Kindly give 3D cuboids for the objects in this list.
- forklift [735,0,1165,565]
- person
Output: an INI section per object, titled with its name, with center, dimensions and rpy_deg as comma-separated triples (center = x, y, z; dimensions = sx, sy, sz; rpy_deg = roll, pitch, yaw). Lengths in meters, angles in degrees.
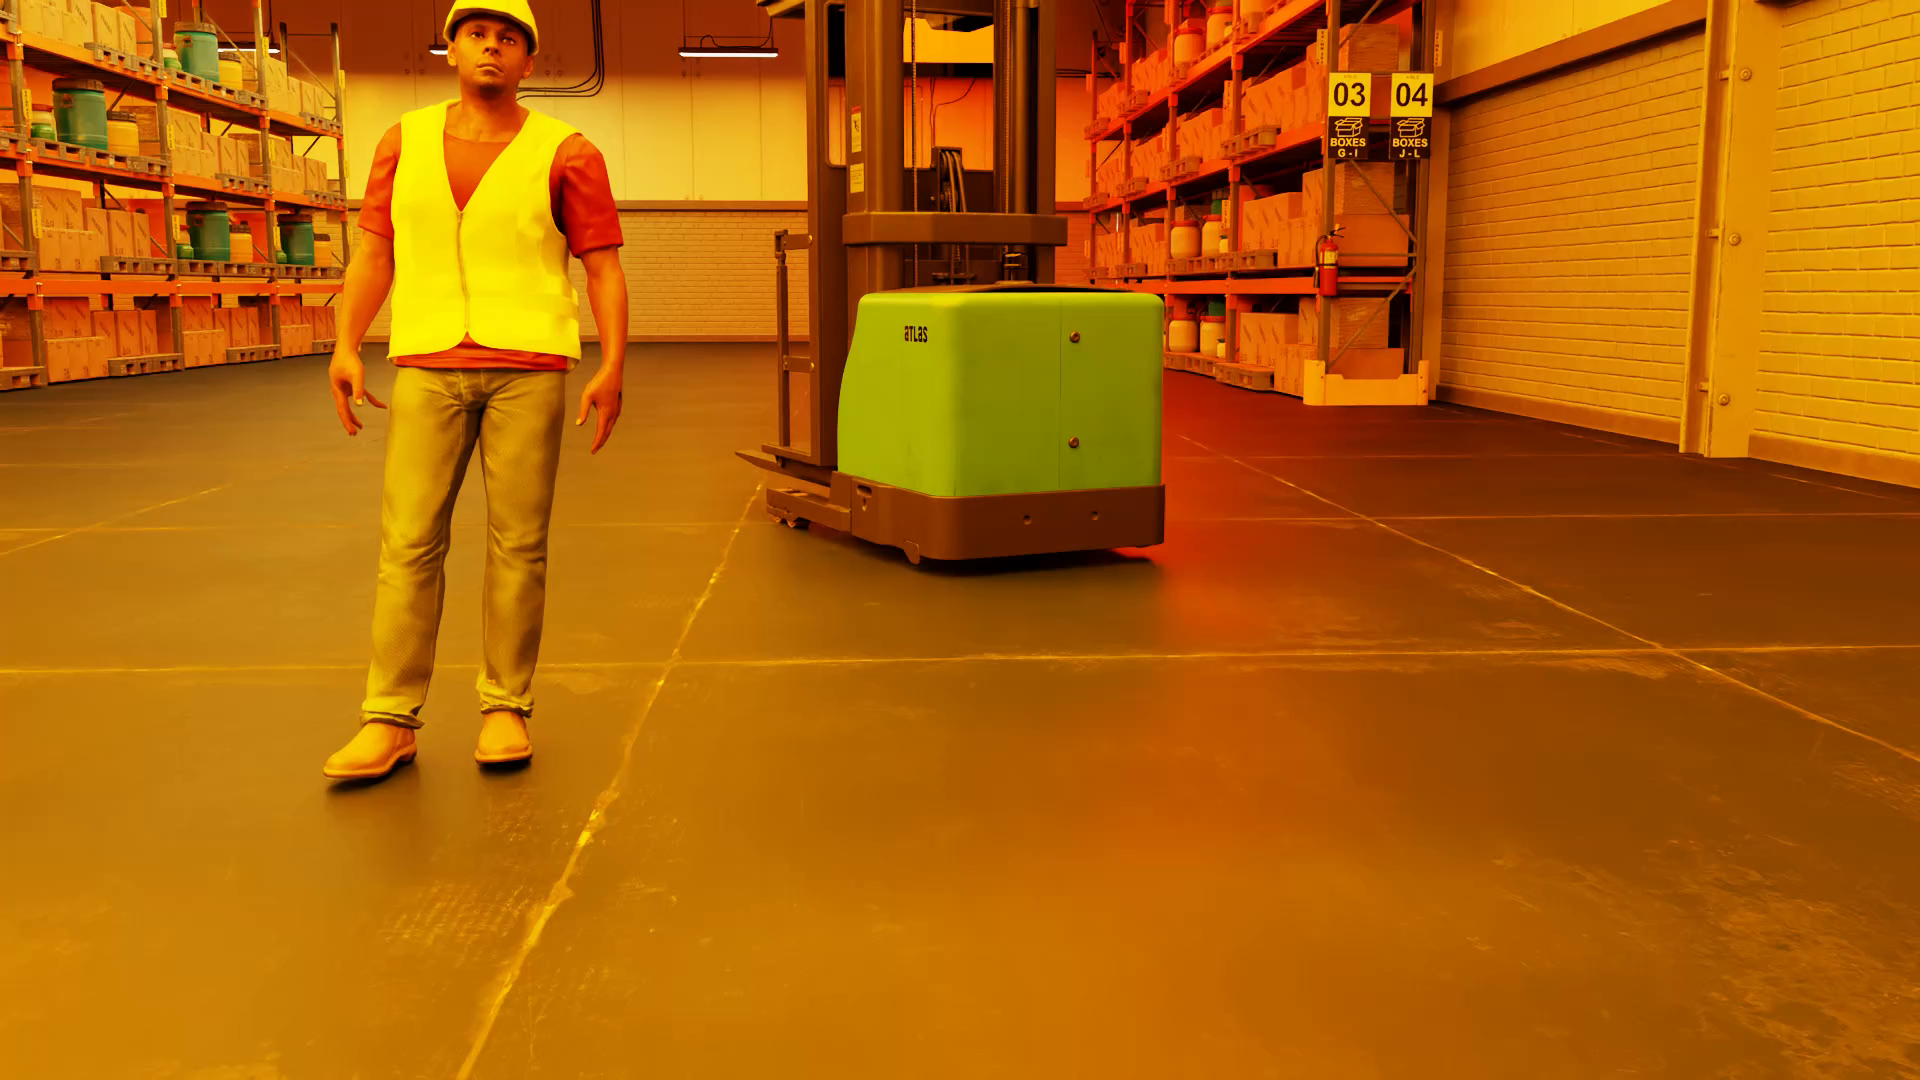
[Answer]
[forklift]
center = -0.264, -1.530, 7.637
dimensions = 1.130, 2.935, 3.031
rpy_deg = -4, 9, -25
[person]
center = -1.099, -0.374, 3.770
dimensions = 0.665, 1.768, 0.575
rpy_deg = 0, 8, -3
